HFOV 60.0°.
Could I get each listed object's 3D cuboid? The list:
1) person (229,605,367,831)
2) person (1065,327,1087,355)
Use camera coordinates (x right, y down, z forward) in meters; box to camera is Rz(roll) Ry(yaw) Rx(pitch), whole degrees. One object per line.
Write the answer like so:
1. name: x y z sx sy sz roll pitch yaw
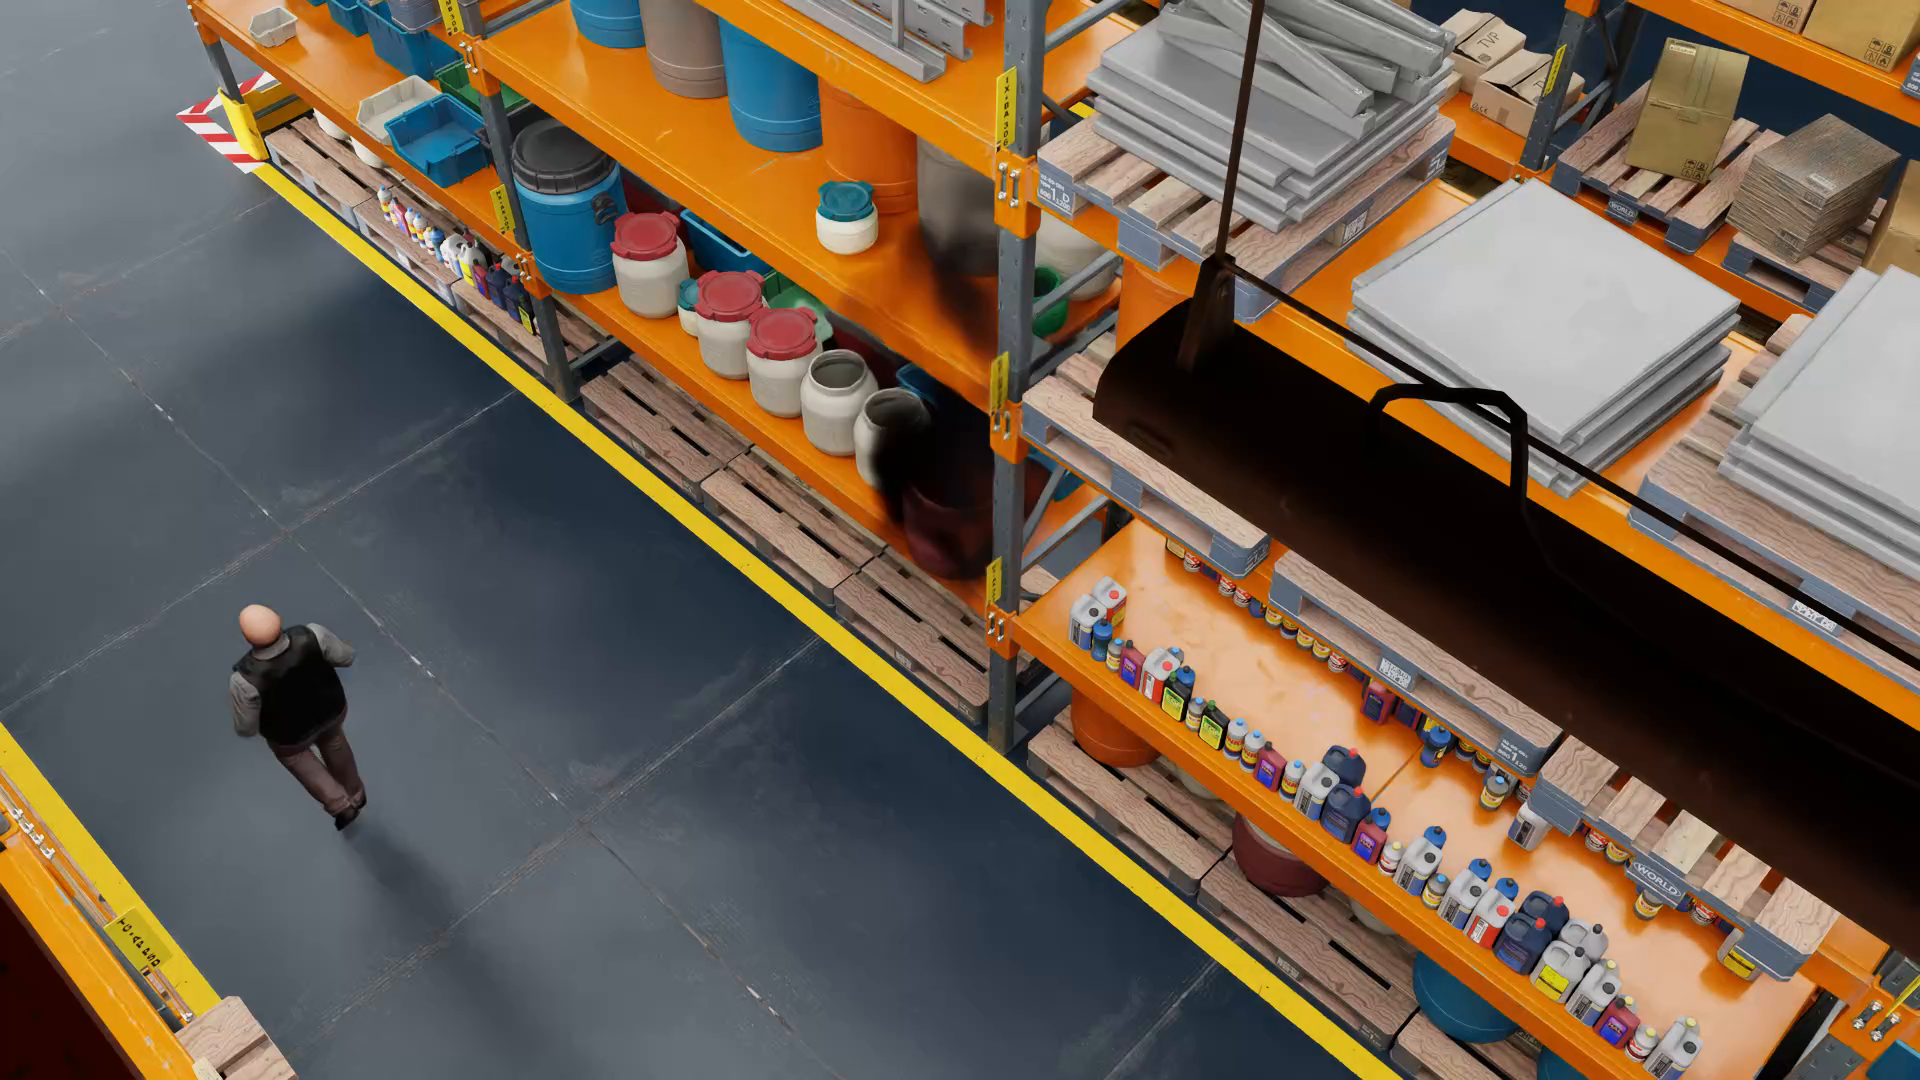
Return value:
1. person: -3.258 0.840 8.219 0.561 1.692 0.654 37 59 27
2. person: 0.489 -1.706 10.361 0.838 1.724 0.593 32 57 24
